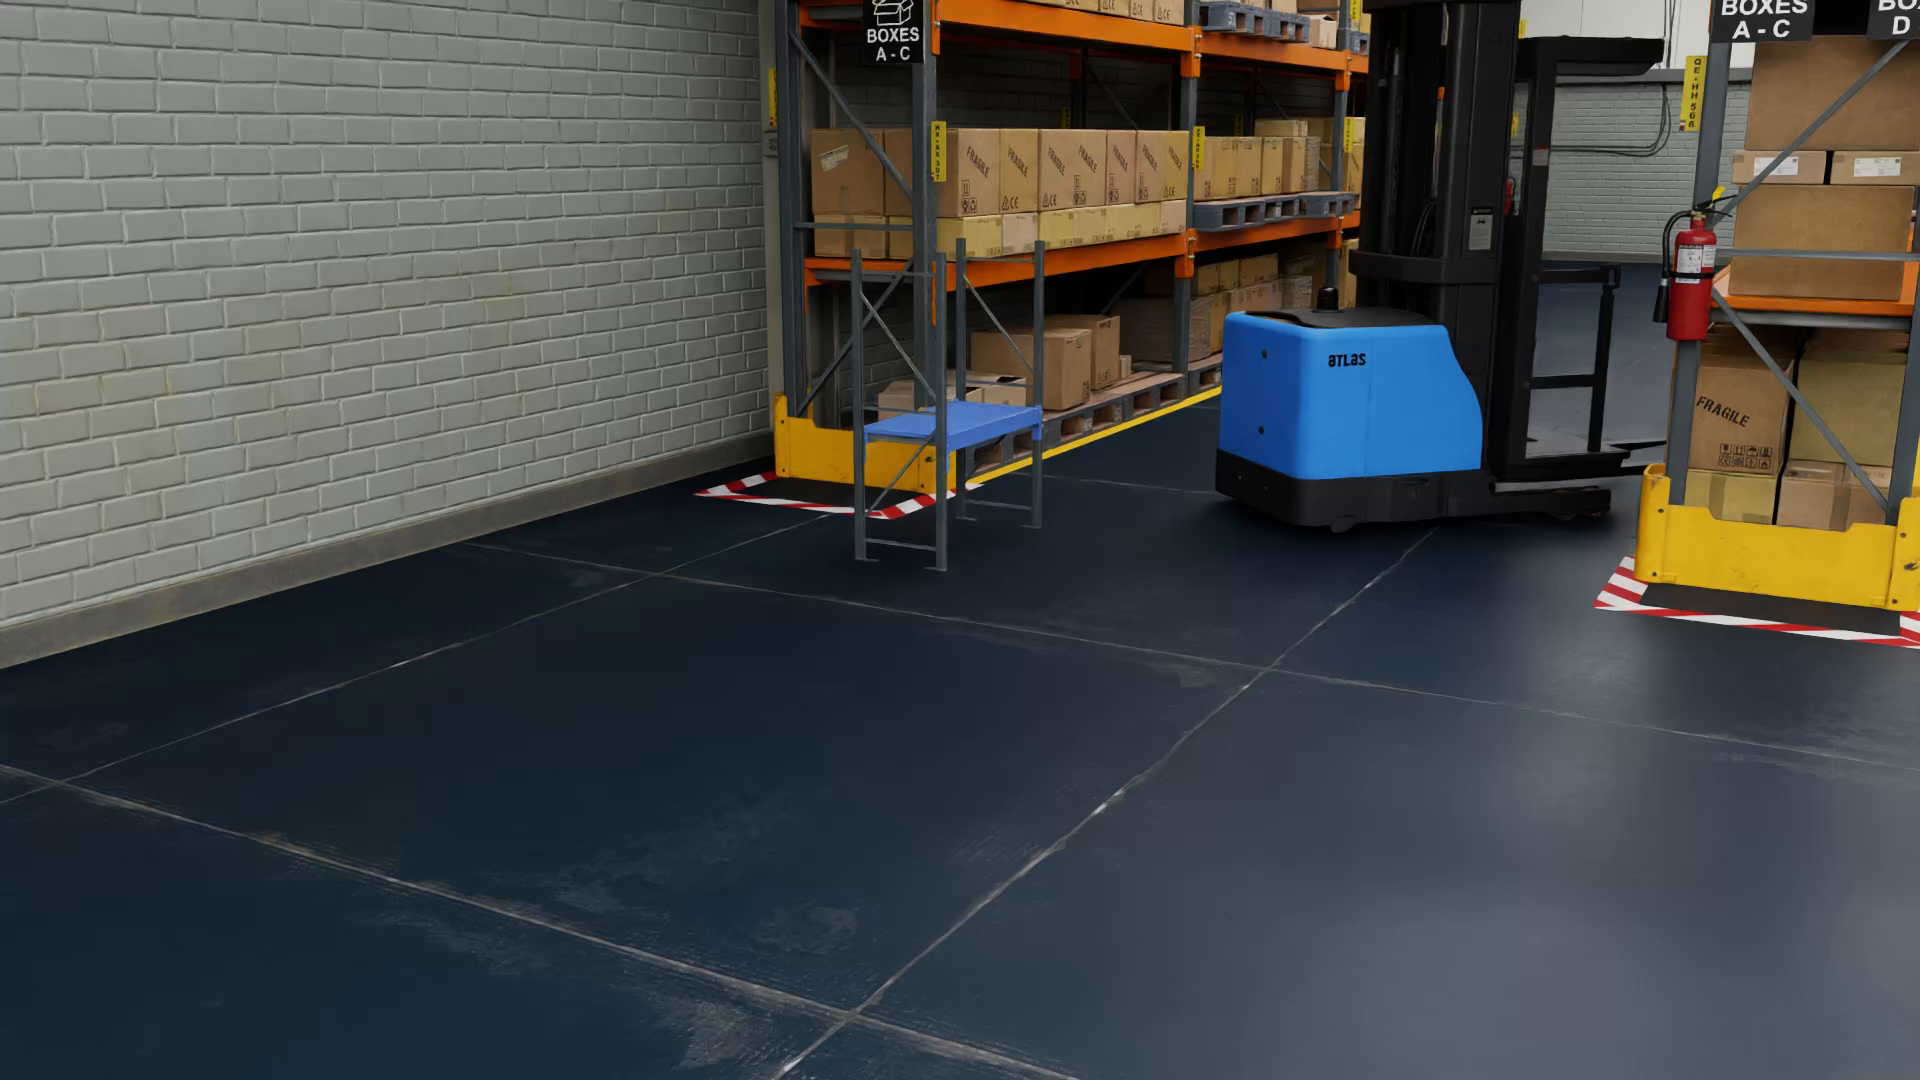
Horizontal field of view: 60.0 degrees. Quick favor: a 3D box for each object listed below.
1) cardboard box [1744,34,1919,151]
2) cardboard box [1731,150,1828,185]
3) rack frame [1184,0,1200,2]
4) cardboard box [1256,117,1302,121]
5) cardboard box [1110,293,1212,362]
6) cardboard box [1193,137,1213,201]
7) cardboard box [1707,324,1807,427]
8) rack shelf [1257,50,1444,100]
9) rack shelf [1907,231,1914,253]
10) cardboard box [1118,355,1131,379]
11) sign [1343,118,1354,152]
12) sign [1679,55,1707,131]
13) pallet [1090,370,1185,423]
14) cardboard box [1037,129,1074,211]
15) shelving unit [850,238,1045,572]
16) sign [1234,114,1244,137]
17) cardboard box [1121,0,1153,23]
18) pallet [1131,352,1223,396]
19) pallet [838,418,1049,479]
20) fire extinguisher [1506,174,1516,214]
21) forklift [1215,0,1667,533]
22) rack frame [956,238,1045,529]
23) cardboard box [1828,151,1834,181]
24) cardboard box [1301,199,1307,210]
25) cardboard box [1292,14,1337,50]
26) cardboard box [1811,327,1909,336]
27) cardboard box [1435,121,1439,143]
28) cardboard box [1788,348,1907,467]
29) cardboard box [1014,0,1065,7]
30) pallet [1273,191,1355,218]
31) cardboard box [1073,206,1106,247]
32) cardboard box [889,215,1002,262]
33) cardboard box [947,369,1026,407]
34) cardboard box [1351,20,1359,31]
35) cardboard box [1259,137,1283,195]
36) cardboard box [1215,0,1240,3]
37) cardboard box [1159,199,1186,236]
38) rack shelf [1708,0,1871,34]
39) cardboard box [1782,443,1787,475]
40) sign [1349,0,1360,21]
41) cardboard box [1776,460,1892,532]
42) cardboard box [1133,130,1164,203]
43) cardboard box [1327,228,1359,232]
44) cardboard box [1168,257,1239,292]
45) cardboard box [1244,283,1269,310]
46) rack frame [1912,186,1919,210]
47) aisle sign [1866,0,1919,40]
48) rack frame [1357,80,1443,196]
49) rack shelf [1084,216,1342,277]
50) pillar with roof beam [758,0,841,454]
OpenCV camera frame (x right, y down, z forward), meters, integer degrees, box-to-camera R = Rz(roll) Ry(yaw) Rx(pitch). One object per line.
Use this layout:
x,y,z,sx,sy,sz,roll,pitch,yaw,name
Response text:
4.003,-2.031,7.575,0.700,0.500,0.500,7,15,28,cardboard box
3.759,-1.710,7.629,0.380,0.149,0.250,7,15,27,cardboard box
1.336,-5.544,12.328,1.000,3.000,0.127,7,15,28,rack frame
3.262,-4.138,16.806,0.500,0.250,0.500,8,16,30,cardboard box
1.678,-1.779,13.907,0.700,0.500,0.500,8,16,30,cardboard box
1.612,-2.990,13.385,0.700,0.500,0.500,7,15,28,cardboard box
4.453,-0.931,9.367,0.500,0.500,0.500,7,15,28,cardboard box
4.237,-4.967,17.870,1.077,0.370,4.000,7,15,28,rack shelf
6.641,-2.127,12.493,1.077,0.370,4.000,7,15,28,rack shelf
1.104,-1.351,12.842,0.380,0.166,0.250,5,15,21,cardboard box
3.750,-3.913,16.062,0.100,0.325,0.005,7,15,28,sign
3.273,-1.989,7.406,0.100,0.325,0.005,7,15,28,sign
1.043,-1.130,12.770,1.003,0.211,1.213,7,15,28,pallet
0.400,-2.377,10.672,0.500,0.500,0.500,7,15,26,cardboard box
-0.041,-0.712,8.285,0.538,1.500,1.048,7,15,28,shelving unit
2.783,-4.073,16.558,0.100,0.325,0.005,7,15,28,sign
1.053,-3.910,11.695,0.500,0.500,0.500,6,15,23,cardboard box
1.711,-1.432,14.021,1.003,0.211,1.213,7,15,28,pallet
-0.137,-0.629,10.694,1.003,0.211,1.213,7,15,28,pallet
7.614,-4.849,23.208,0.296,0.674,0.183,7,15,28,fire extinguisher
3.016,-1.642,9.092,3.031,2.935,1.130,-4,14,-17,forklift
0.205,-0.816,8.718,0.500,1.500,0.032,7,15,28,rack frame
4.131,-1.868,8.284,0.380,0.149,0.250,8,16,29,cardboard box
3.632,-3.377,16.634,0.380,0.149,0.250,7,15,27,cardboard box
3.158,-4.694,15.352,0.500,0.311,0.500,7,15,28,cardboard box
5.151,-0.975,9.547,0.500,0.500,0.500,7,15,28,cardboard box
5.202,-4.711,19.185,0.500,0.250,0.500,8,16,29,cardboard box
4.435,-0.666,8.266,0.500,0.500,0.500,7,15,28,cardboard box
0.322,-3.577,10.313,0.500,0.500,0.500,8,16,31,cardboard box
3.019,-3.196,15.801,1.213,0.211,1.003,7,15,28,pallet
0.653,-2.123,11.217,0.500,0.250,0.500,8,15,29,cardboard box
-0.083,-1.808,9.909,0.500,0.250,0.500,7,15,26,cardboard box
0.092,-0.962,10.923,0.500,0.311,0.500,9,16,33,cardboard box
3.664,-5.389,16.936,0.700,0.500,0.500,6,15,25,cardboard box
2.469,-3.355,14.897,0.700,0.500,0.500,7,15,28,cardboard box
1.968,-4.476,13.593,0.500,0.311,0.500,8,16,30,cardboard box
1.373,-2.433,12.501,0.500,0.250,0.500,7,15,28,cardboard box
4.708,-2.765,8.737,1.077,0.370,4.000,7,15,28,rack shelf
3.973,-0.361,8.602,0.500,0.250,0.500,7,15,28,cardboard box
3.744,-5.096,15.766,0.100,0.325,0.005,7,15,28,sign
4.195,-0.198,7.927,0.500,0.250,0.500,7,15,28,cardboard box
1.142,-2.694,11.984,0.500,0.500,0.500,7,15,28,cardboard box
4.576,-3.097,18.670,0.750,0.750,0.750,8,16,30,cardboard box
2.136,-2.341,14.640,0.500,0.250,0.500,7,15,26,cardboard box
2.401,-2.095,15.220,0.700,0.500,0.500,7,15,28,cardboard box
7.608,-2.887,14.111,1.000,3.000,0.127,7,15,28,rack frame
3.977,-2.462,6.798,0.394,0.787,0.004,7,15,28,aisle sign
5.204,-4.269,19.839,1.000,3.000,0.127,7,15,28,rack frame
2.303,-2.688,14.818,1.077,0.370,4.000,7,15,28,rack shelf
2.752,-4.477,7.903,9.100,9.000,0.400,7,15,28,pillar with roof beam
